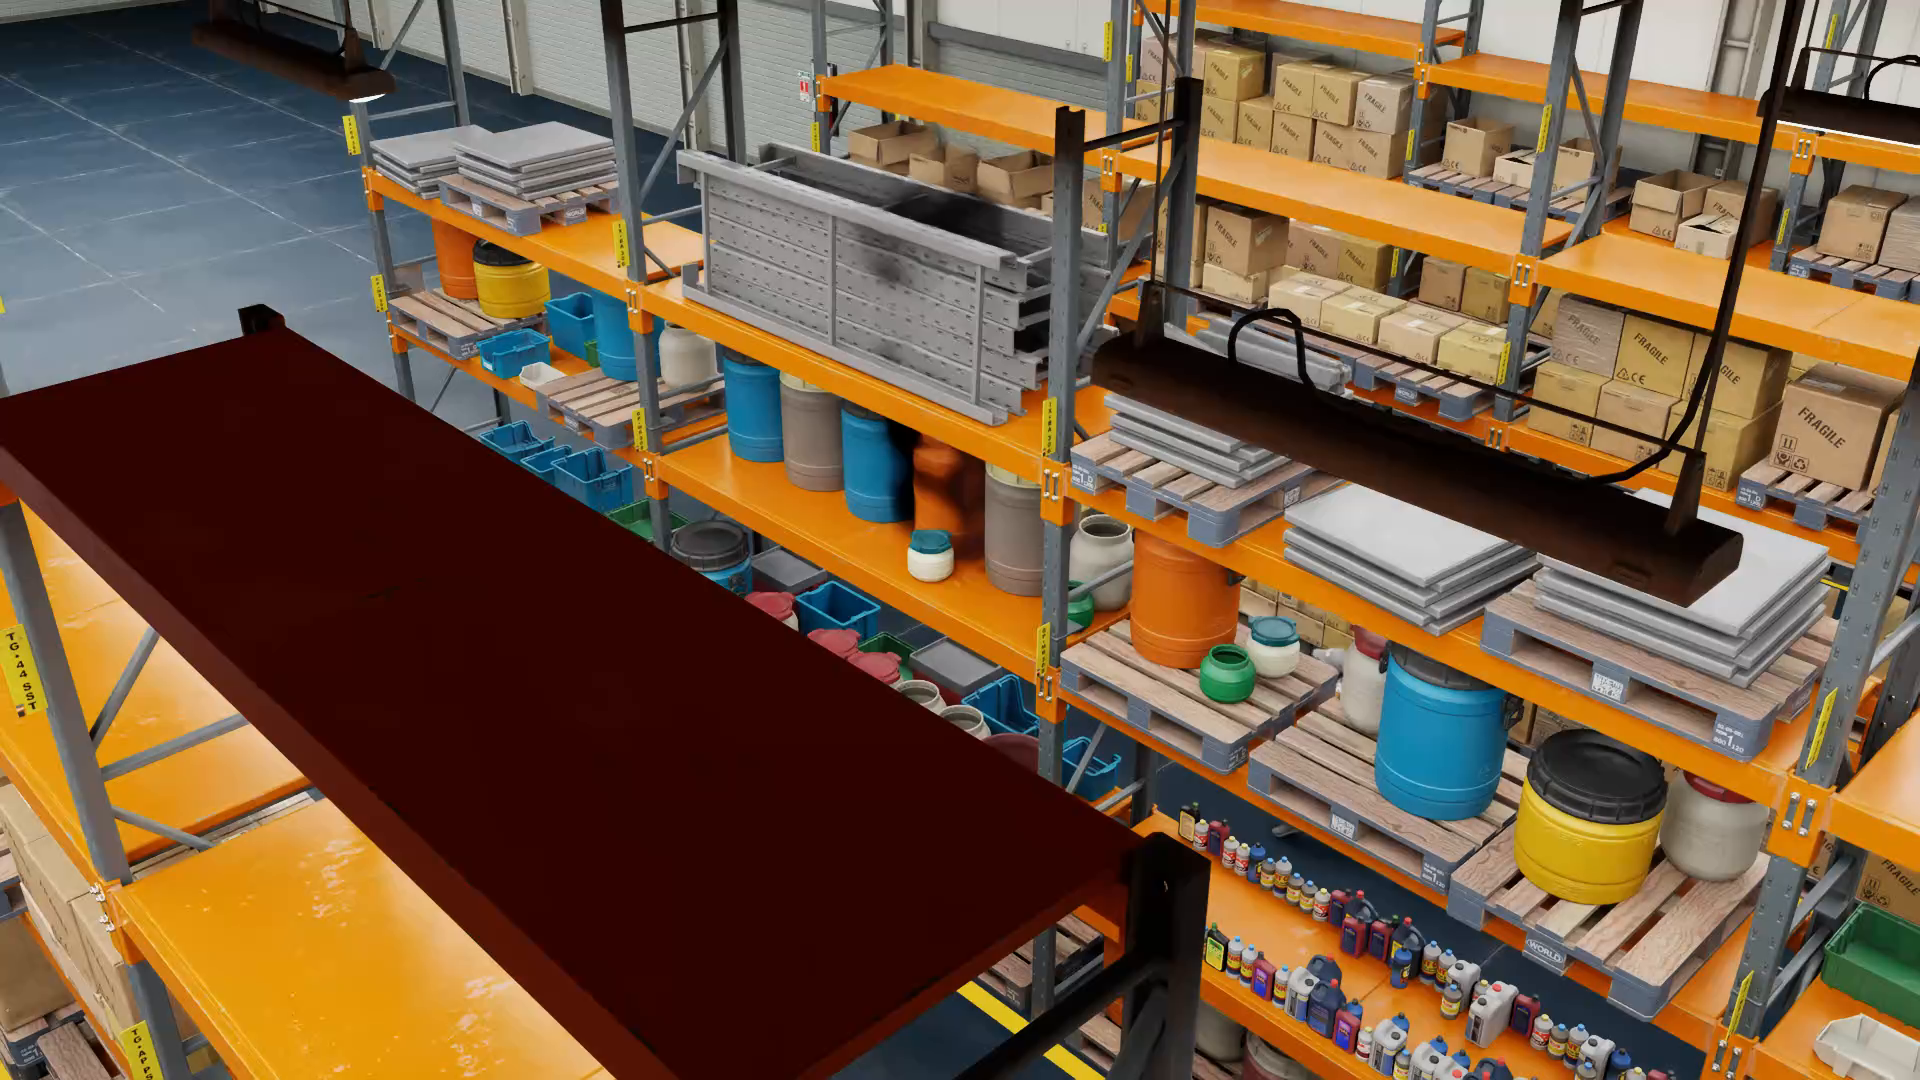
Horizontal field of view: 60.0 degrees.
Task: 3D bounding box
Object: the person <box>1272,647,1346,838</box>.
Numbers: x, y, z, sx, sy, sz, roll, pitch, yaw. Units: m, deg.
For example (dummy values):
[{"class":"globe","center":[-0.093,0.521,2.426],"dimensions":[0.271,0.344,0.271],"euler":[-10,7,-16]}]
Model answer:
[{"class":"person","center":[2.673,1.533,12.250],"dimensions":[0.708,1.719,0.585],"euler":[21,35,34]}]
